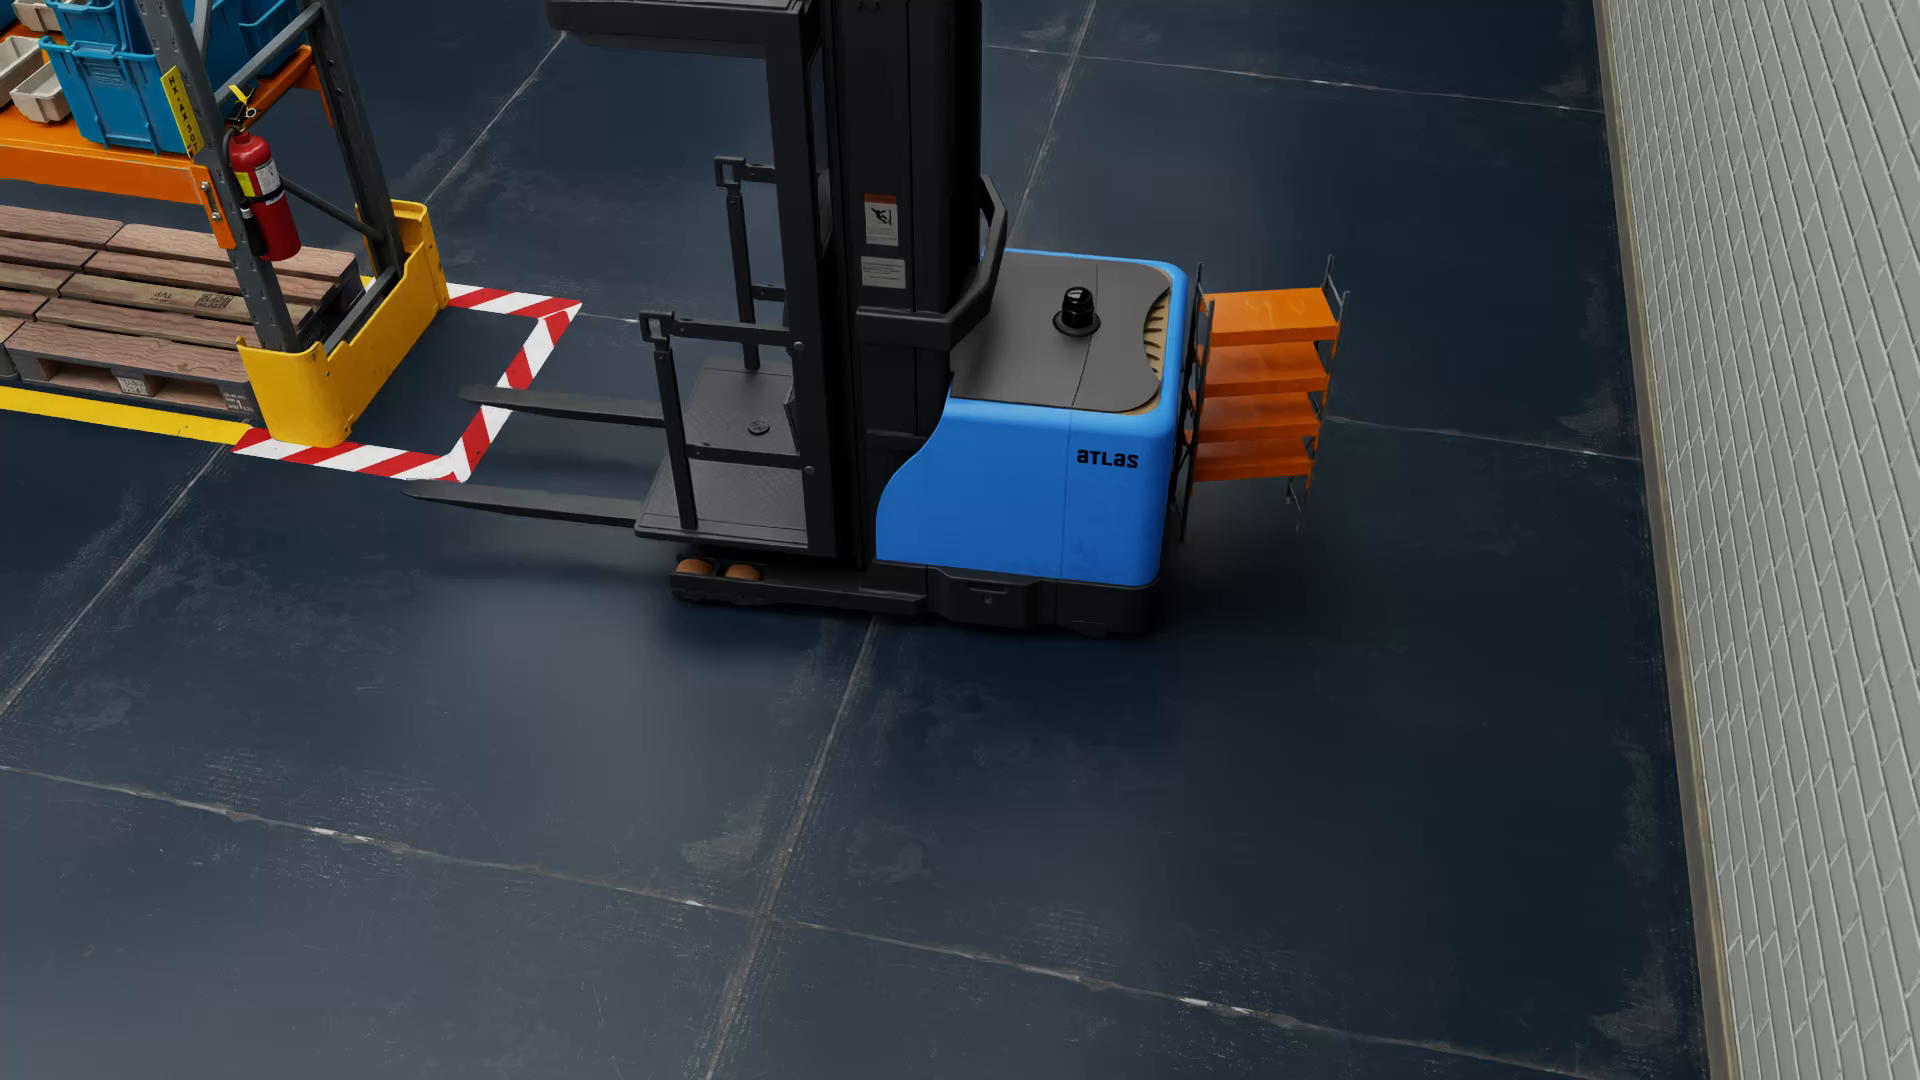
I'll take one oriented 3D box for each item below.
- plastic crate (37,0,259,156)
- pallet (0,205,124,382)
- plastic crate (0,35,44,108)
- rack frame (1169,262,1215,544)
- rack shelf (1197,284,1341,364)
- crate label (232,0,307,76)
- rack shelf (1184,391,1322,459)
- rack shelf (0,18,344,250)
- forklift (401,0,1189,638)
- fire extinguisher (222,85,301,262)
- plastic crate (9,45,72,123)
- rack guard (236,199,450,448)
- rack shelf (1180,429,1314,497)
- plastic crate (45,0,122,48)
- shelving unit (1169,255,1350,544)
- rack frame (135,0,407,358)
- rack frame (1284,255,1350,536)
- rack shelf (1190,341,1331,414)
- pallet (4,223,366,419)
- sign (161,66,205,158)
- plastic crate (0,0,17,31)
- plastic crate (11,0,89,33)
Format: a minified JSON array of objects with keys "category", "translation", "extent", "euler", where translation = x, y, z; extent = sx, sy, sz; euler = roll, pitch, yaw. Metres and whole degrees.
[{"category":"plastic crate","translation":[-3.111,-1.842,6.432],"extent":[0.499,0.435,0.616],"euler":[9,45,9]},{"category":"pallet","translation":[-4.727,-1.216,7.861],"extent":[1.213,0.211,1.003],"euler":[9,45,9]},{"category":"plastic crate","translation":[-3.859,-1.864,6.671],"extent":[0.243,0.136,0.396],"euler":[9,45,9]},{"category":"rack frame","translation":[0.887,-0.500,6.404],"extent":[0.015,1.200,0.240],"euler":[-4,44,-4]},{"category":"rack shelf","translation":[1.130,-0.799,6.148],"extent":[0.480,0.148,0.258],"euler":[-4,44,-4]},{"category":"crate label","translation":[-2.913,-2.105,6.851],"extent":[0.303,0.233,0.416],"euler":[9,45,9]},{"category":"rack shelf","translation":[1.130,-0.468,6.468],"extent":[0.480,0.148,0.258],"euler":[-4,44,-4]},{"category":"rack shelf","translation":[-4.696,-1.927,7.108],"extent":[4.000,0.370,1.077],"euler":[9,45,9]},{"category":"forklift","translation":[-0.684,-1.158,5.839],"extent":[3.031,2.935,1.130],"euler":[6,44,6]},{"category":"fire extinguisher","translation":[-2.696,-1.391,6.356],"extent":[0.183,0.674,0.296],"euler":[9,45,9]},{"category":"plastic crate","translation":[-3.579,-1.811,6.615],"extent":[0.243,0.136,0.396],"euler":[9,45,9]},{"category":"rack guard","translation":[-2.718,-0.988,7.416],"extent":[0.348,0.500,1.175],"euler":[9,45,9]},{"category":"rack shelf","translation":[1.130,-0.324,6.605],"extent":[0.480,0.148,0.258],"euler":[-4,44,-4]},{"category":"plastic crate","translation":[-3.555,-2.204,6.955],"extent":[0.300,0.233,0.416],"euler":[9,45,9]},{"category":"shelving unit","translation":[1.130,-0.516,6.421],"extent":[0.503,1.200,0.258],"euler":[-4,44,-4]},{"category":"rack frame","translation":[-2.744,-1.883,6.543],"extent":[0.127,3.000,1.000],"euler":[9,45,9]},{"category":"rack frame","translation":[1.373,-0.532,6.438],"extent":[0.015,1.200,0.240],"euler":[-4,44,-4]},{"category":"rack shelf","translation":[1.130,-0.629,6.312],"extent":[0.480,0.148,0.258],"euler":[-4,44,-4]},{"category":"pallet","translation":[-3.540,-1.030,7.668],"extent":[1.213,0.211,1.003],"euler":[9,45,9]},{"category":"sign","translation":[-2.848,-1.567,6.098],"extent":[0.005,0.325,0.100],"euler":[9,45,9]},{"category":"plastic crate","translation":[-4.198,-2.304,7.058],"extent":[0.300,0.233,0.416],"euler":[9,45,9]},{"category":"plastic crate","translation":[-3.870,-2.277,7.100],"extent":[0.298,0.136,0.250],"euler":[9,45,9]}]
